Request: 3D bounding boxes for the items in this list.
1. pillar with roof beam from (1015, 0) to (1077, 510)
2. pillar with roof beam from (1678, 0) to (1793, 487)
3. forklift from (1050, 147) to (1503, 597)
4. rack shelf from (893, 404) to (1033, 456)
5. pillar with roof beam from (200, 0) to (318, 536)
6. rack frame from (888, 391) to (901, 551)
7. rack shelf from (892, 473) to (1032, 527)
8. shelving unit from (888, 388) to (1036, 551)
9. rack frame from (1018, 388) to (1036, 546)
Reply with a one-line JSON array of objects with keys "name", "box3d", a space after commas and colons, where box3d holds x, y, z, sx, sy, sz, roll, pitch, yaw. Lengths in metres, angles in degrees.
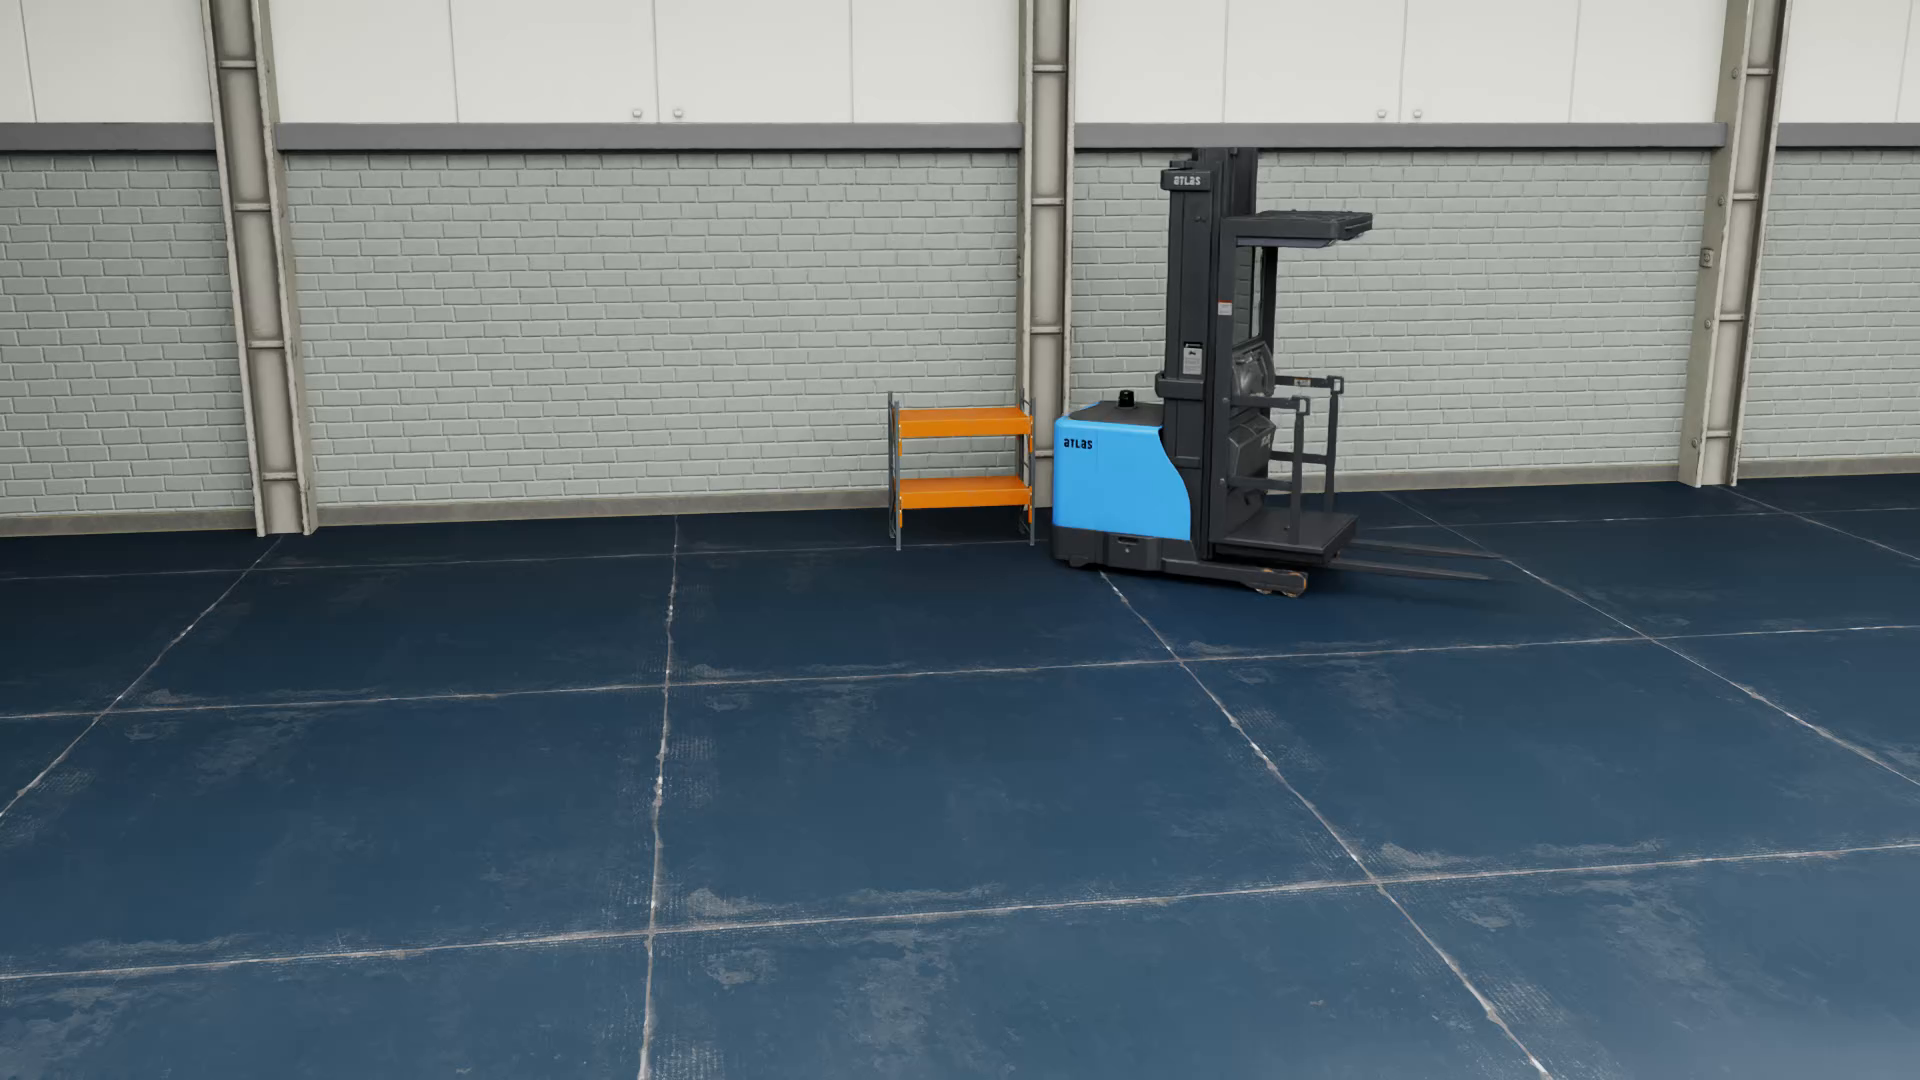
[{"name": "pillar with roof beam", "box3d": [1.321, -3.618, 8.650, 0.400, 9.000, 9.100, -2, 14, -8]}, {"name": "pillar with roof beam", "box3d": [7.254, -3.836, 9.517, 0.400, 9.000, 9.100, -2, 14, -8]}, {"name": "forklift", "box3d": [2.206, -1.183, 11.414, 3.031, 2.935, 1.130, 7, 16, 24]}, {"name": "rack shelf", "box3d": [0.007, -0.830, 12.515, 1.000, 0.278, 0.538, -2, 14, -8]}, {"name": "pillar with roof beam", "box3d": [-4.612, -3.401, 7.783, 0.400, 9.000, 9.100, -2, 14, -8]}, {"name": "rack frame", "box3d": [-0.496, -0.527, 12.513, 0.032, 1.125, 0.500, -2, 14, -8]}, {"name": "rack shelf", "box3d": [0.007, -0.309, 12.645, 1.000, 0.278, 0.538, -2, 14, -8]}, {"name": "shelving unit", "box3d": [0.007, -0.546, 12.586, 1.048, 1.125, 0.538, -2, 14, -8]}, {"name": "rack frame", "box3d": [0.509, -0.564, 12.659, 0.032, 1.125, 0.500, -2, 14, -8]}]
